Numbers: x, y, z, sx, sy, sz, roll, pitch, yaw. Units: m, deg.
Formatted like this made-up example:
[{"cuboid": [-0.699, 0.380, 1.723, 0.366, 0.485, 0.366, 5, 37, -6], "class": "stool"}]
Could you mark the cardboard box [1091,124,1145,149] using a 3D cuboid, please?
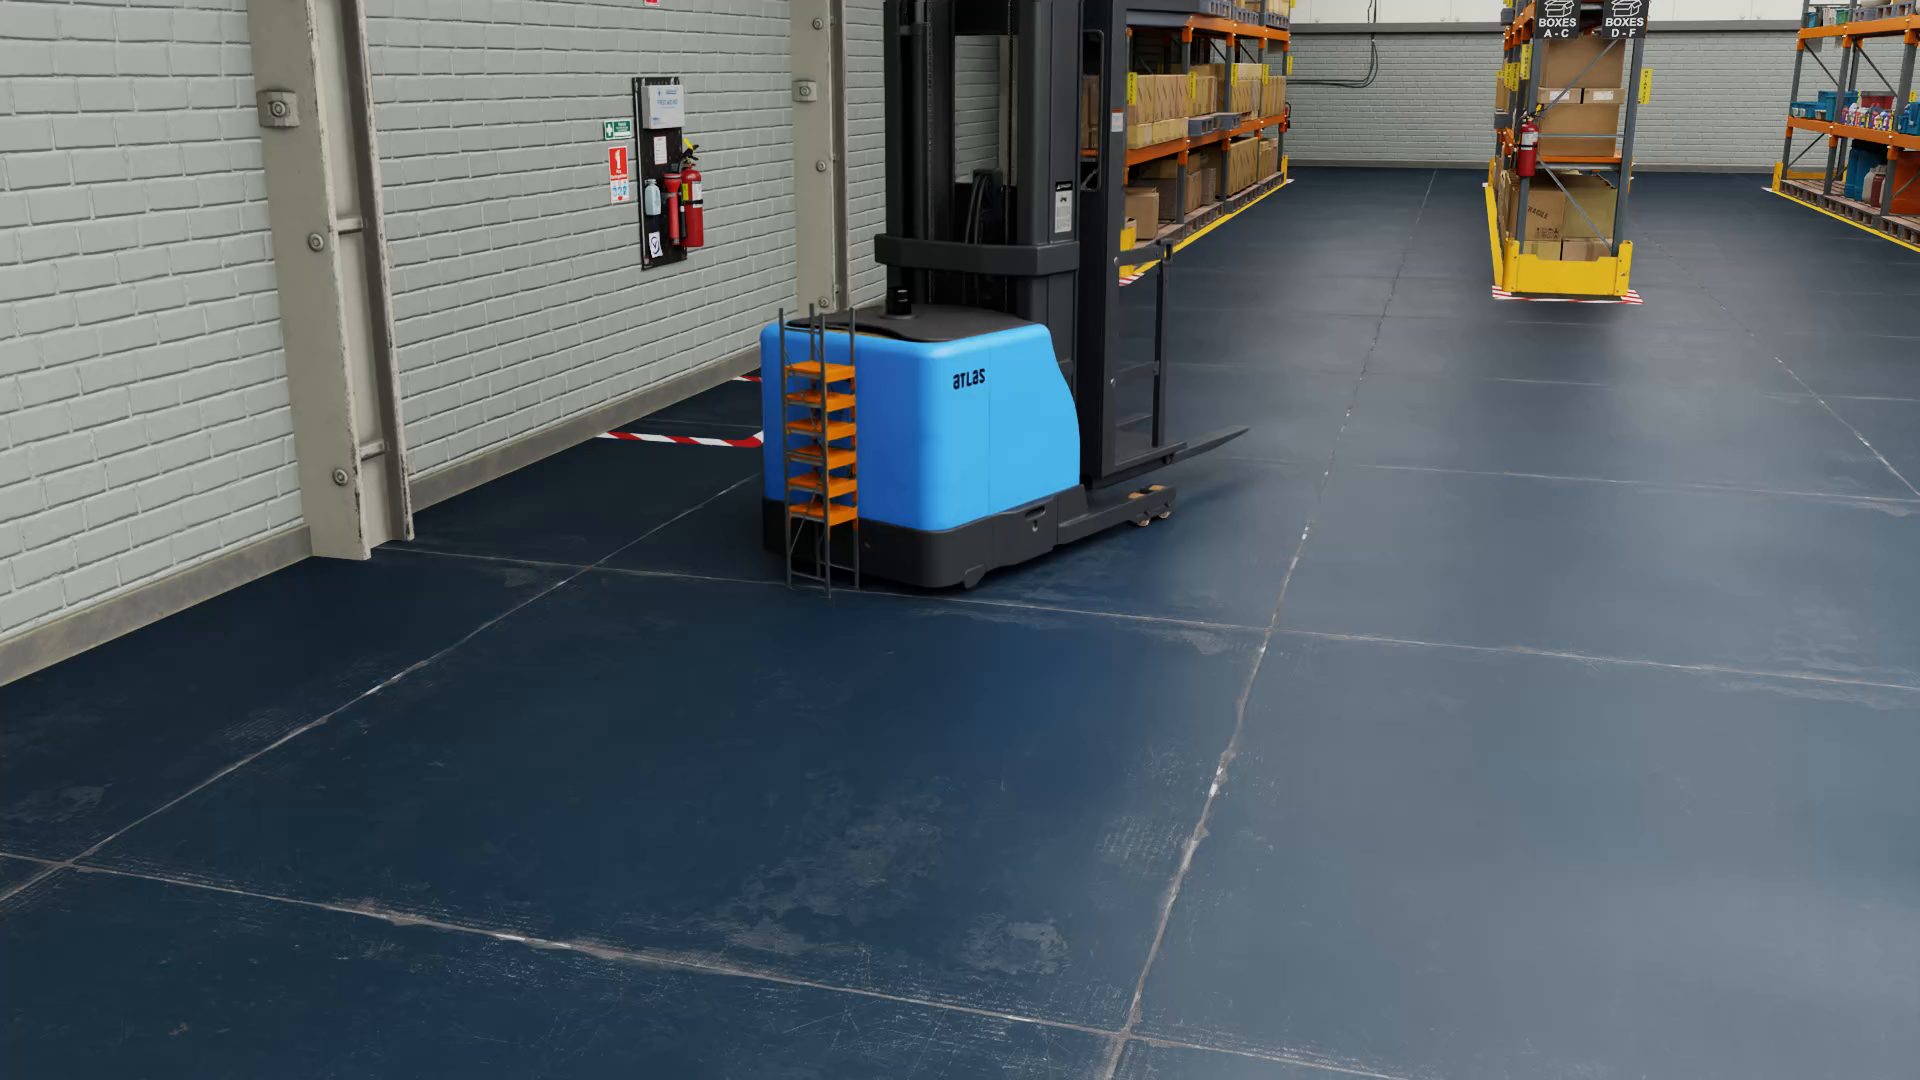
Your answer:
[{"cuboid": [1.702, -4.345, 17.889, 0.500, 0.250, 0.500, 4, 16, 14], "class": "cardboard box"}]

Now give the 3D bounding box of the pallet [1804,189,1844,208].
[{"cuboid": [14.340, -5.529, 26.937, 1.003, 0.211, 1.213, 5, 16, 16], "class": "pallet"}]

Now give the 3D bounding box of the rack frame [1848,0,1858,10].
[{"cuboid": [14.168, -9.562, 25.049, 1.000, 3.000, 0.127, 5, 16, 16], "class": "rack frame"}]

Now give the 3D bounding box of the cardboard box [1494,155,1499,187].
[{"cuboid": [9.310, -6.241, 28.109, 0.500, 0.500, 0.500, 5, 16, 16], "class": "cardboard box"}]

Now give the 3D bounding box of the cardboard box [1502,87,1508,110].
[{"cuboid": [8.936, -7.019, 26.127, 0.700, 0.500, 0.500, 7, 17, 25], "class": "cardboard box"}]

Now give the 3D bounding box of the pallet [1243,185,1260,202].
[{"cuboid": [4.522, -5.895, 28.224, 1.003, 0.211, 1.213, 5, 16, 16], "class": "pallet"}]

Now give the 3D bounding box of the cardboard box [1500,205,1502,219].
[{"cuboid": [7.277, -4.244, 21.564, 0.500, 0.250, 0.500, 5, 17, 17], "class": "cardboard box"}]

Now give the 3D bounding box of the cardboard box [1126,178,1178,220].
[{"cuboid": [2.589, -4.554, 22.162, 0.700, 0.500, 0.500, 5, 17, 18], "class": "cardboard box"}]

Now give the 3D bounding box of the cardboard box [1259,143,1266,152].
[{"cuboid": [5.252, -7.018, 29.699, 0.380, 0.149, 0.250, 5, 17, 18], "class": "cardboard box"}]

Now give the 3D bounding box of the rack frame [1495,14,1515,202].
[{"cuboid": [9.420, -7.061, 27.225, 1.000, 3.000, 0.127, 5, 16, 16], "class": "rack frame"}]

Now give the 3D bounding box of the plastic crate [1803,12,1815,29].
[{"cuboid": [14.928, -9.023, 28.887, 0.497, 0.269, 0.590, 5, 16, 16], "class": "plastic crate"}]

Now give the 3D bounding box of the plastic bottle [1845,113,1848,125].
[{"cuboid": [13.601, -6.451, 25.439, 0.097, 0.201, 0.097, 0, 16, 0], "class": "plastic bottle"}]

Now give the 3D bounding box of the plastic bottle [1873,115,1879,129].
[{"cuboid": [13.047, -5.940, 23.638, 0.097, 0.201, 0.097, 0, 16, 0], "class": "plastic bottle"}]

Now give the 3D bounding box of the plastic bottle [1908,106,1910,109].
[{"cuboid": [14.168, -6.338, 24.767, 0.144, 0.351, 0.185, 5, 16, 16], "class": "plastic bottle"}]

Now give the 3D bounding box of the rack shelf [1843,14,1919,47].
[{"cuboid": [13.599, -7.249, 23.712, 1.077, 0.370, 4.000, 5, 16, 16], "class": "rack shelf"}]

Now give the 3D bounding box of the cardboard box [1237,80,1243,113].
[{"cuboid": [4.074, -6.842, 25.688, 0.500, 0.500, 0.500, 5, 17, 18], "class": "cardboard box"}]

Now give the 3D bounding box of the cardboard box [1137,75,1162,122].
[{"cuboid": [1.986, -4.967, 18.709, 0.500, 0.500, 0.500, 4, 16, 14], "class": "cardboard box"}]

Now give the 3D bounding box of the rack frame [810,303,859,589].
[{"cuboid": [-0.528, -0.386, 6.993, 0.240, 1.200, 0.006, 12, 20, 36], "class": "rack frame"}]

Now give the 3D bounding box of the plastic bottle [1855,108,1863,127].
[{"cuboid": [13.408, -6.282, 24.708, 0.152, 0.276, 0.135, 5, 16, 16], "class": "plastic bottle"}]

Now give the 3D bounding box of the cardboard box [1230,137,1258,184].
[{"cuboid": [4.609, -6.431, 28.177, 0.750, 0.750, 0.750, 5, 17, 17], "class": "cardboard box"}]

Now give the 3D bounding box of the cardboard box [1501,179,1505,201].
[{"cuboid": [7.272, -4.512, 21.481, 0.500, 0.311, 0.500, 5, 16, 16], "class": "cardboard box"}]

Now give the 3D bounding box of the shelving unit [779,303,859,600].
[{"cuboid": [-0.583, -0.367, 6.923, 0.258, 1.200, 0.189, 12, 20, 36], "class": "shelving unit"}]

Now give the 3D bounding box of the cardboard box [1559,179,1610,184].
[{"cuboid": [6.804, -3.676, 18.189, 0.500, 0.500, 0.500, 5, 16, 16], "class": "cardboard box"}]

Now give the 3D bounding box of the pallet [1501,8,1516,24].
[{"cuboid": [8.875, -7.977, 25.302, 1.213, 0.211, 1.003, 5, 16, 16], "class": "pallet"}]

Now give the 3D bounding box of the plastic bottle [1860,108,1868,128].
[{"cuboid": [13.283, -6.191, 24.395, 0.097, 0.271, 0.097, 0, 16, 0], "class": "plastic bottle"}]

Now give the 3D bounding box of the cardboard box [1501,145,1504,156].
[{"cuboid": [8.764, -6.061, 26.102, 0.500, 0.250, 0.500, 5, 16, 16], "class": "cardboard box"}]

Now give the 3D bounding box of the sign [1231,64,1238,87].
[{"cuboid": [4.055, -6.877, 24.600, 0.100, 0.325, 0.005, 5, 16, 16], "class": "sign"}]

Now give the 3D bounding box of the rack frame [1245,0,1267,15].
[{"cuboid": [4.669, -10.330, 27.758, 1.000, 3.000, 0.127, 5, 16, 16], "class": "rack frame"}]

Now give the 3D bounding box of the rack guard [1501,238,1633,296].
[{"cuboid": [6.003, -2.712, 16.476, 1.175, 0.500, 0.348, 5, 16, 16], "class": "rack guard"}]

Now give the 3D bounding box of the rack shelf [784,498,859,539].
[{"cuboid": [-0.583, -0.093, 7.000, 0.258, 0.103, 0.180, 12, 20, 36], "class": "rack shelf"}]

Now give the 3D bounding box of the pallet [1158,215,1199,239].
[{"cuboid": [2.616, -4.213, 22.296, 1.003, 0.211, 1.213, 5, 16, 16], "class": "pallet"}]

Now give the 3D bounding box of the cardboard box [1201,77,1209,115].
[{"cuboid": [3.076, -6.206, 23.221, 0.700, 0.500, 0.500, 5, 16, 16], "class": "cardboard box"}]

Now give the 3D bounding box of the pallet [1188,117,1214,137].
[{"cuboid": [2.752, -5.447, 21.888, 1.003, 0.211, 1.213, 5, 16, 16], "class": "pallet"}]

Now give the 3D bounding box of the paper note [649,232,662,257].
[{"cuboid": [-1.932, -1.876, 10.562, 0.016, 0.148, 0.142, 5, 16, 16], "class": "paper note"}]

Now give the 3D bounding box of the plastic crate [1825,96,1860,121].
[{"cuboid": [13.973, -6.845, 26.385, 0.392, 0.384, 0.575, 5, 16, 16], "class": "plastic crate"}]

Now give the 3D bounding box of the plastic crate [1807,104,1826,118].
[{"cuboid": [14.459, -7.208, 27.943, 0.416, 0.233, 0.300, 5, 16, 16], "class": "plastic crate"}]

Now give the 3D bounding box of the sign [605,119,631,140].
[{"cuboid": [-2.062, -2.477, 10.029, 0.001, 0.109, 0.331, 5, 16, 16], "class": "sign"}]

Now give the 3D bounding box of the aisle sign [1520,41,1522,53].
[{"cuboid": [10.294, -9.398, 30.703, 0.394, 0.787, 0.004, 5, 16, 16], "class": "aisle sign"}]

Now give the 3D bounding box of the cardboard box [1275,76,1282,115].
[{"cuboid": [5.475, -8.309, 31.078, 0.980, 0.700, 0.700, 4, 16, 15], "class": "cardboard box"}]

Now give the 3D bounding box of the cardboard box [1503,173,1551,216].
[{"cuboid": [6.580, -3.979, 19.256, 0.500, 0.500, 0.500, 5, 16, 16], "class": "cardboard box"}]

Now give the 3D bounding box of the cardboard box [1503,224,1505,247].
[{"cuboid": [6.293, -3.357, 18.437, 0.500, 0.250, 0.500, 5, 16, 16], "class": "cardboard box"}]

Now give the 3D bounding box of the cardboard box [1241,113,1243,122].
[{"cuboid": [4.355, -6.825, 26.817, 0.380, 0.149, 0.250, 5, 17, 18], "class": "cardboard box"}]

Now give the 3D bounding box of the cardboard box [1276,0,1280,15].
[{"cuboid": [5.416, -9.492, 29.623, 0.500, 0.250, 0.500, 4, 16, 14], "class": "cardboard box"}]

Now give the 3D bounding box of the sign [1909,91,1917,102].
[{"cuboid": [14.695, -6.766, 25.678, 0.100, 0.325, 0.005, 5, 16, 16], "class": "sign"}]

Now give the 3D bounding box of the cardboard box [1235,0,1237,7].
[{"cuboid": [4.014, -8.648, 26.336, 0.700, 0.500, 0.500, 5, 16, 16], "class": "cardboard box"}]

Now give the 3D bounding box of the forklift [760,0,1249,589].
[{"cuboid": [0.414, -1.546, 7.908, 1.130, 2.935, 3.031, 12, 20, 36], "class": "forklift"}]

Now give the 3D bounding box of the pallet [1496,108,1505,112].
[{"cuboid": [9.088, -6.768, 26.544, 1.003, 0.211, 1.213, 5, 16, 16], "class": "pallet"}]

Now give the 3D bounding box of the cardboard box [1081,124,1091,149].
[{"cuboid": [1.206, -4.379, 18.009, 0.500, 0.250, 0.500, 5, 17, 17], "class": "cardboard box"}]

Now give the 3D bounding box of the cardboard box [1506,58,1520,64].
[{"cuboid": [9.315, -7.742, 27.612, 0.500, 0.500, 0.500, 5, 17, 16], "class": "cardboard box"}]

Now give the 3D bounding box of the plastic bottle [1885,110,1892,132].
[{"cuboid": [12.803, -5.772, 22.897, 0.061, 0.283, 0.133, 5, 16, 16], "class": "plastic bottle"}]

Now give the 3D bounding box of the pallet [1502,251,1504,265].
[{"cuboid": [6.535, -3.101, 18.376, 1.003, 0.211, 1.213, 5, 16, 16], "class": "pallet"}]

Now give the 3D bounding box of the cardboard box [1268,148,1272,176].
[{"cuboid": [5.418, -7.036, 30.951, 0.700, 0.500, 0.500, 4, 16, 14], "class": "cardboard box"}]

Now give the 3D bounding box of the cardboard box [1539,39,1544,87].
[{"cuboid": [6.456, -4.998, 17.394, 0.700, 0.500, 0.500, 5, 16, 16], "class": "cardboard box"}]

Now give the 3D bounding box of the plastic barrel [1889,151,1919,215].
[{"cuboid": [13.154, -4.916, 22.873, 0.600, 0.830, 0.708, 5, 16, 16], "class": "plastic barrel"}]

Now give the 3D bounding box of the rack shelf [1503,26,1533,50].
[{"cuboid": [9.988, -8.681, 28.759, 1.077, 0.370, 4.000, 5, 16, 16], "class": "rack shelf"}]

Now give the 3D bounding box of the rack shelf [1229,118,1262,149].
[{"cuboid": [4.101, -6.574, 26.830, 1.077, 0.370, 4.000, 5, 16, 16], "class": "rack shelf"}]
